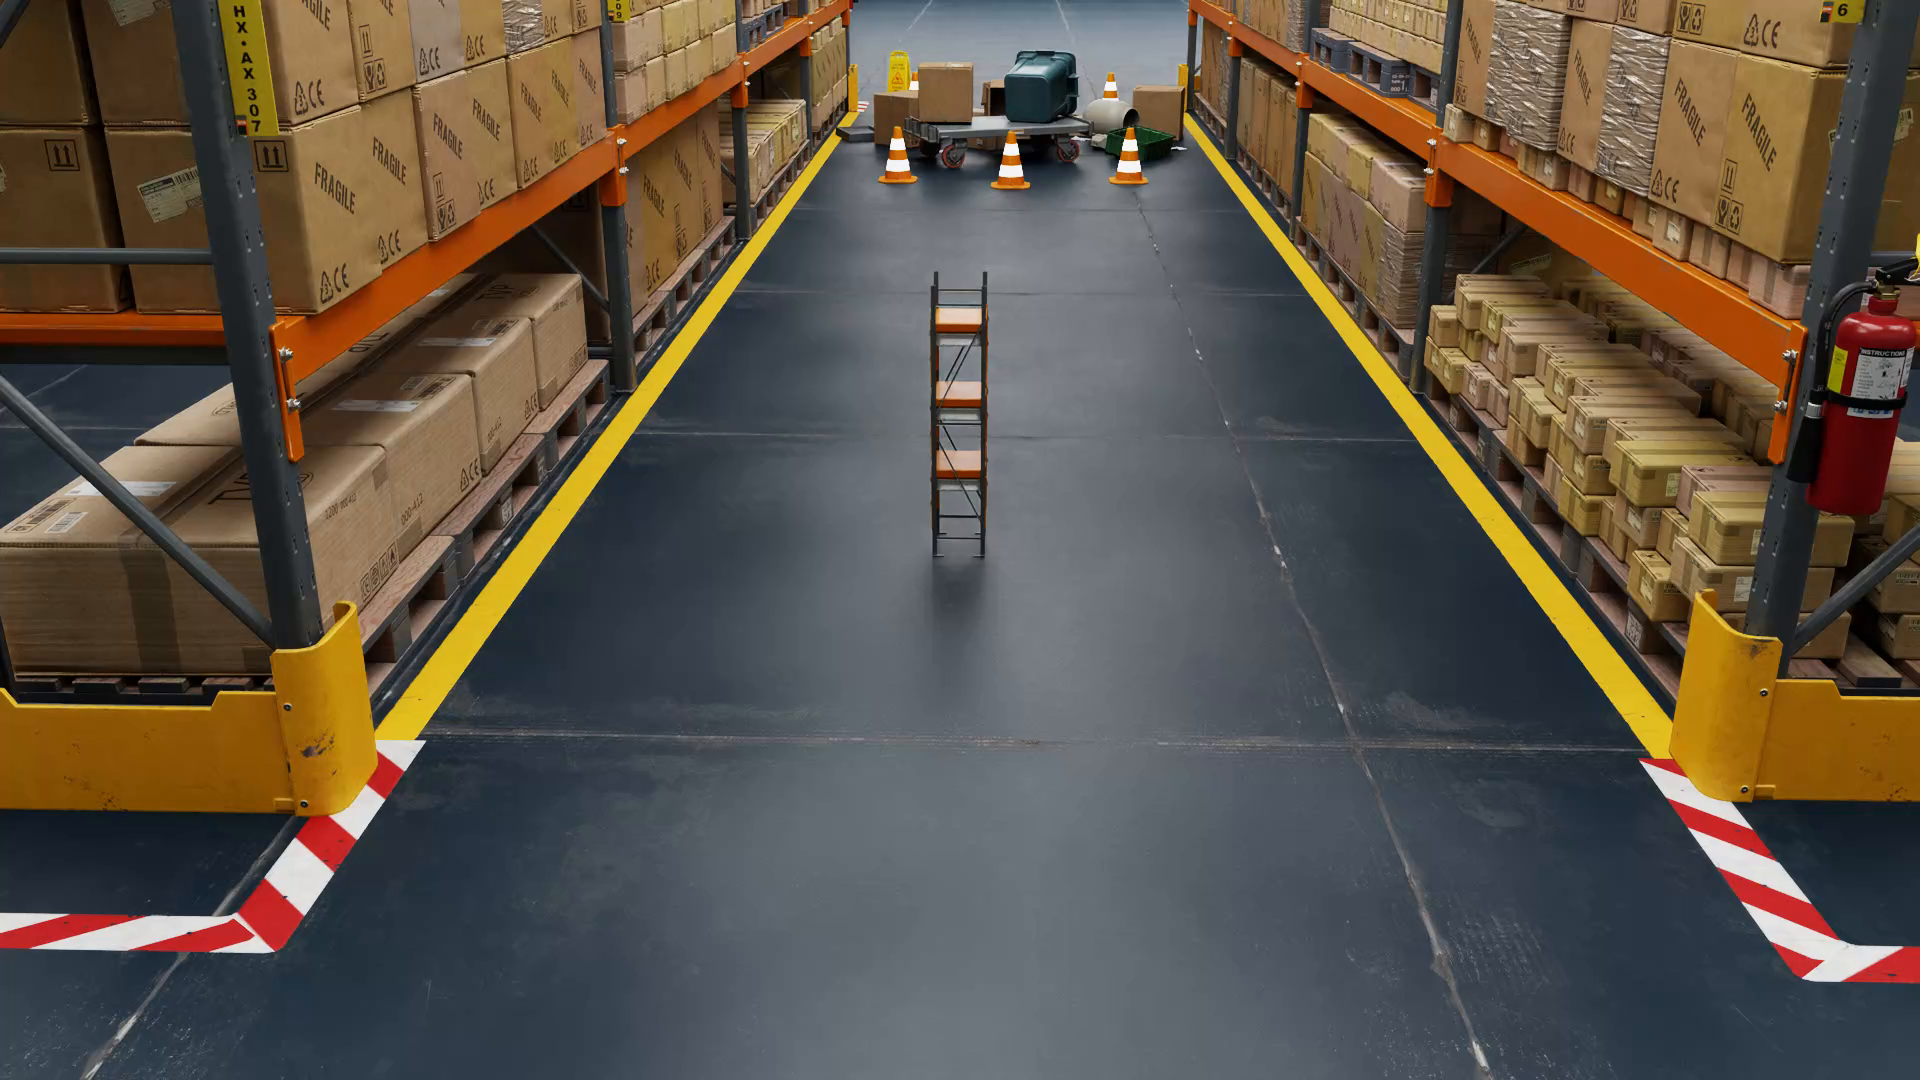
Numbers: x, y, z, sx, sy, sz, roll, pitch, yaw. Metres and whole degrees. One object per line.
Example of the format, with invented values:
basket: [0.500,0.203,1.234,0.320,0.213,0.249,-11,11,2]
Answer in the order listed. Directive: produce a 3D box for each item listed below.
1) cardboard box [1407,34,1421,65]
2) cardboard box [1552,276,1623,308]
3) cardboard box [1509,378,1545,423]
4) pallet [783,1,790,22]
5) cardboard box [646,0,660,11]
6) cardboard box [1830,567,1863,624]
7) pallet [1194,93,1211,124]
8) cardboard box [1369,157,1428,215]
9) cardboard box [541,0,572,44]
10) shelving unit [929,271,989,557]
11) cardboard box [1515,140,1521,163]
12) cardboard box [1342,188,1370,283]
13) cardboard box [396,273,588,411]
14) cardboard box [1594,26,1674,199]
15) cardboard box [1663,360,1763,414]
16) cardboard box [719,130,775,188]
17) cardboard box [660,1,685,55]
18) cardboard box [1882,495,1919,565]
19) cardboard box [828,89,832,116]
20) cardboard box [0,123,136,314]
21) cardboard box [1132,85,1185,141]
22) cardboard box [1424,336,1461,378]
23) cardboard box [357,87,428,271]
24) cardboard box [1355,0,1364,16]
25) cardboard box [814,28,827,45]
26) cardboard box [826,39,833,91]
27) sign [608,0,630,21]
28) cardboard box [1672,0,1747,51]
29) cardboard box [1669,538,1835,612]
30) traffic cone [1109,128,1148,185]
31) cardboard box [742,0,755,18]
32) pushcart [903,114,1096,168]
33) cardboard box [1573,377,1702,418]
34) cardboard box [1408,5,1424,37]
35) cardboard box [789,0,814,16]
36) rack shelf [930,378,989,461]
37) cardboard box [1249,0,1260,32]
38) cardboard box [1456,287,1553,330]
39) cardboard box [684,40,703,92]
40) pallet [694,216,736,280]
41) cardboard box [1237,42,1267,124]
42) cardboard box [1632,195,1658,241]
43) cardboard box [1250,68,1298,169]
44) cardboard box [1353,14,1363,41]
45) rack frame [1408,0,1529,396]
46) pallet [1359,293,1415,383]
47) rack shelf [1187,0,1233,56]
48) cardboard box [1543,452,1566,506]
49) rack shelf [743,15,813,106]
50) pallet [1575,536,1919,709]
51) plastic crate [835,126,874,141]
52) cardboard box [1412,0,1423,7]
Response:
cardboard box: [2.634,-2.641,8.957,0.380,0.149,0.250,0,21,-1]
cardboard box: [3.044,-1.155,7.897,0.380,0.149,0.250,1,21,3]
cardboard box: [2.460,-0.552,6.754,0.380,0.149,0.250,0,21,1]
pallet: [-2.081,-4.689,14.731,1.003,0.211,1.213,1,21,2]
cardboard box: [-1.868,-3.013,8.628,0.500,0.500,0.500,1,21,1]
cardboard box: [2.935,0.156,5.341,0.380,0.149,0.250,1,21,1]
pallet: [3.214,-4.891,18.843,1.003,0.211,1.213,1,21,2]
cardboard box: [2.594,-1.980,9.324,0.500,0.250,0.500,2,21,4]
cardboard box: [-1.918,-2.316,6.831,0.500,0.500,0.500,0,21,1]
shelving unit: [-0.002,-0.470,6.289,0.215,1.050,0.252,1,21,2]
cardboard box: [2.556,-1.637,6.949,0.380,0.149,0.250,0,21,-1]
cardboard box: [2.601,-1.814,9.932,0.500,0.500,0.500,0,21,0]
cardboard box: [-2.282,-0.936,7.755,0.875,0.438,0.875,0,21,1]
cardboard box: [2.456,-1.416,5.483,0.500,0.500,0.500,1,21,2]
cardboard box: [2.961,-0.594,6.451,0.380,0.149,0.250,1,21,2]
cardboard box: [-1.993,-3.048,13.291,0.950,0.372,0.625,0,21,1]
cardboard box: [-1.831,-2.850,9.245,0.500,0.250,0.500,1,21,2]
cardboard box: [3.029,-0.026,4.987,0.380,0.149,0.250,0,21,-1]
cardboard box: [-1.606,-4.562,17.360,0.500,0.250,0.500,0,21,1]
cardboard box: [-2.528,-0.938,4.661,0.500,0.500,0.500,1,21,2]
cardboard box: [2.060,-4.443,17.286,0.500,0.500,0.500,4,22,11]
cardboard box: [2.463,-0.881,8.013,0.380,0.149,0.250,0,21,-1]
cardboard box: [-1.989,-1.114,5.116,0.500,0.500,0.500,0,21,1]
cardboard box: [2.683,-3.348,10.365,0.380,0.149,0.250,1,21,2]
cardboard box: [-1.547,-5.059,16.709,0.380,0.149,0.250,1,21,4]
cardboard box: [-1.603,-4.908,17.215,0.500,0.500,0.500,2,21,4]
sign: [-1.601,-2.595,7.764,0.100,0.325,0.005,1,21,2]
cardboard box: [2.454,-1.699,4.829,0.500,0.500,0.500,0,21,0]
cardboard box: [2.404,0.105,5.062,0.380,0.149,0.250,0,21,0]
traffic cone: [1.488,-3.384,14.610,0.336,0.463,0.334,1,21,2]
cardboard box: [-1.742,-4.001,12.460,0.380,0.149,0.250,-1,21,-2]
pushcart: [0.368,-3.823,15.861,1.648,0.377,0.936,-7,22,-17]
cardboard box: [2.524,-0.504,6.220,0.380,0.149,0.250,0,21,0]
cardboard box: [2.631,-2.790,8.927,0.380,0.149,0.250,0,21,0]
cardboard box: [-1.583,-5.046,15.734,0.380,0.149,0.250,1,21,1]
rack shelf: [-0.002,-0.460,6.293,0.215,0.259,0.240,1,21,2]
cardboard box: [2.721,-4.531,13.921,0.500,0.500,0.500,1,21,1]
cardboard box: [2.510,-1.065,7.666,0.380,0.149,0.250,2,21,4]
cardboard box: [-1.809,-2.799,9.804,0.500,0.250,0.500,0,21,1]
pallet: [-2.134,-2.022,11.449,1.003,0.211,1.213,1,21,2]
cardboard box: [3.127,-4.467,16.251,0.875,0.875,0.875,1,21,2]
cardboard box: [2.460,-1.068,5.481,0.380,0.149,0.250,0,21,-1]
cardboard box: [3.076,-3.608,14.210,1.050,0.750,0.750,1,21,2]
cardboard box: [2.678,-3.216,10.436,0.380,0.149,0.250,2,21,4]
rack frame: [2.795,-2.142,7.904,1.000,3.000,0.127,1,21,2]
pallet: [2.817,-1.124,9.133,1.003,0.211,1.213,1,21,2]
rack shelf: [3.099,-5.423,17.352,1.077,0.370,4.000,1,21,2]
cardboard box: [2.449,-0.225,6.323,0.380,0.149,0.250,1,21,3]
rack shelf: [-1.974,-3.994,13.671,1.077,0.370,4.000,1,21,2]
pallet: [2.735,0.283,5.507,1.003,0.211,1.213,1,21,2]
plastic crate: [-1.045,-4.250,17.372,0.402,0.080,0.583,-7,22,-17]
cardboard box: [2.637,-2.931,8.881,0.380,0.149,0.250,1,21,1]
